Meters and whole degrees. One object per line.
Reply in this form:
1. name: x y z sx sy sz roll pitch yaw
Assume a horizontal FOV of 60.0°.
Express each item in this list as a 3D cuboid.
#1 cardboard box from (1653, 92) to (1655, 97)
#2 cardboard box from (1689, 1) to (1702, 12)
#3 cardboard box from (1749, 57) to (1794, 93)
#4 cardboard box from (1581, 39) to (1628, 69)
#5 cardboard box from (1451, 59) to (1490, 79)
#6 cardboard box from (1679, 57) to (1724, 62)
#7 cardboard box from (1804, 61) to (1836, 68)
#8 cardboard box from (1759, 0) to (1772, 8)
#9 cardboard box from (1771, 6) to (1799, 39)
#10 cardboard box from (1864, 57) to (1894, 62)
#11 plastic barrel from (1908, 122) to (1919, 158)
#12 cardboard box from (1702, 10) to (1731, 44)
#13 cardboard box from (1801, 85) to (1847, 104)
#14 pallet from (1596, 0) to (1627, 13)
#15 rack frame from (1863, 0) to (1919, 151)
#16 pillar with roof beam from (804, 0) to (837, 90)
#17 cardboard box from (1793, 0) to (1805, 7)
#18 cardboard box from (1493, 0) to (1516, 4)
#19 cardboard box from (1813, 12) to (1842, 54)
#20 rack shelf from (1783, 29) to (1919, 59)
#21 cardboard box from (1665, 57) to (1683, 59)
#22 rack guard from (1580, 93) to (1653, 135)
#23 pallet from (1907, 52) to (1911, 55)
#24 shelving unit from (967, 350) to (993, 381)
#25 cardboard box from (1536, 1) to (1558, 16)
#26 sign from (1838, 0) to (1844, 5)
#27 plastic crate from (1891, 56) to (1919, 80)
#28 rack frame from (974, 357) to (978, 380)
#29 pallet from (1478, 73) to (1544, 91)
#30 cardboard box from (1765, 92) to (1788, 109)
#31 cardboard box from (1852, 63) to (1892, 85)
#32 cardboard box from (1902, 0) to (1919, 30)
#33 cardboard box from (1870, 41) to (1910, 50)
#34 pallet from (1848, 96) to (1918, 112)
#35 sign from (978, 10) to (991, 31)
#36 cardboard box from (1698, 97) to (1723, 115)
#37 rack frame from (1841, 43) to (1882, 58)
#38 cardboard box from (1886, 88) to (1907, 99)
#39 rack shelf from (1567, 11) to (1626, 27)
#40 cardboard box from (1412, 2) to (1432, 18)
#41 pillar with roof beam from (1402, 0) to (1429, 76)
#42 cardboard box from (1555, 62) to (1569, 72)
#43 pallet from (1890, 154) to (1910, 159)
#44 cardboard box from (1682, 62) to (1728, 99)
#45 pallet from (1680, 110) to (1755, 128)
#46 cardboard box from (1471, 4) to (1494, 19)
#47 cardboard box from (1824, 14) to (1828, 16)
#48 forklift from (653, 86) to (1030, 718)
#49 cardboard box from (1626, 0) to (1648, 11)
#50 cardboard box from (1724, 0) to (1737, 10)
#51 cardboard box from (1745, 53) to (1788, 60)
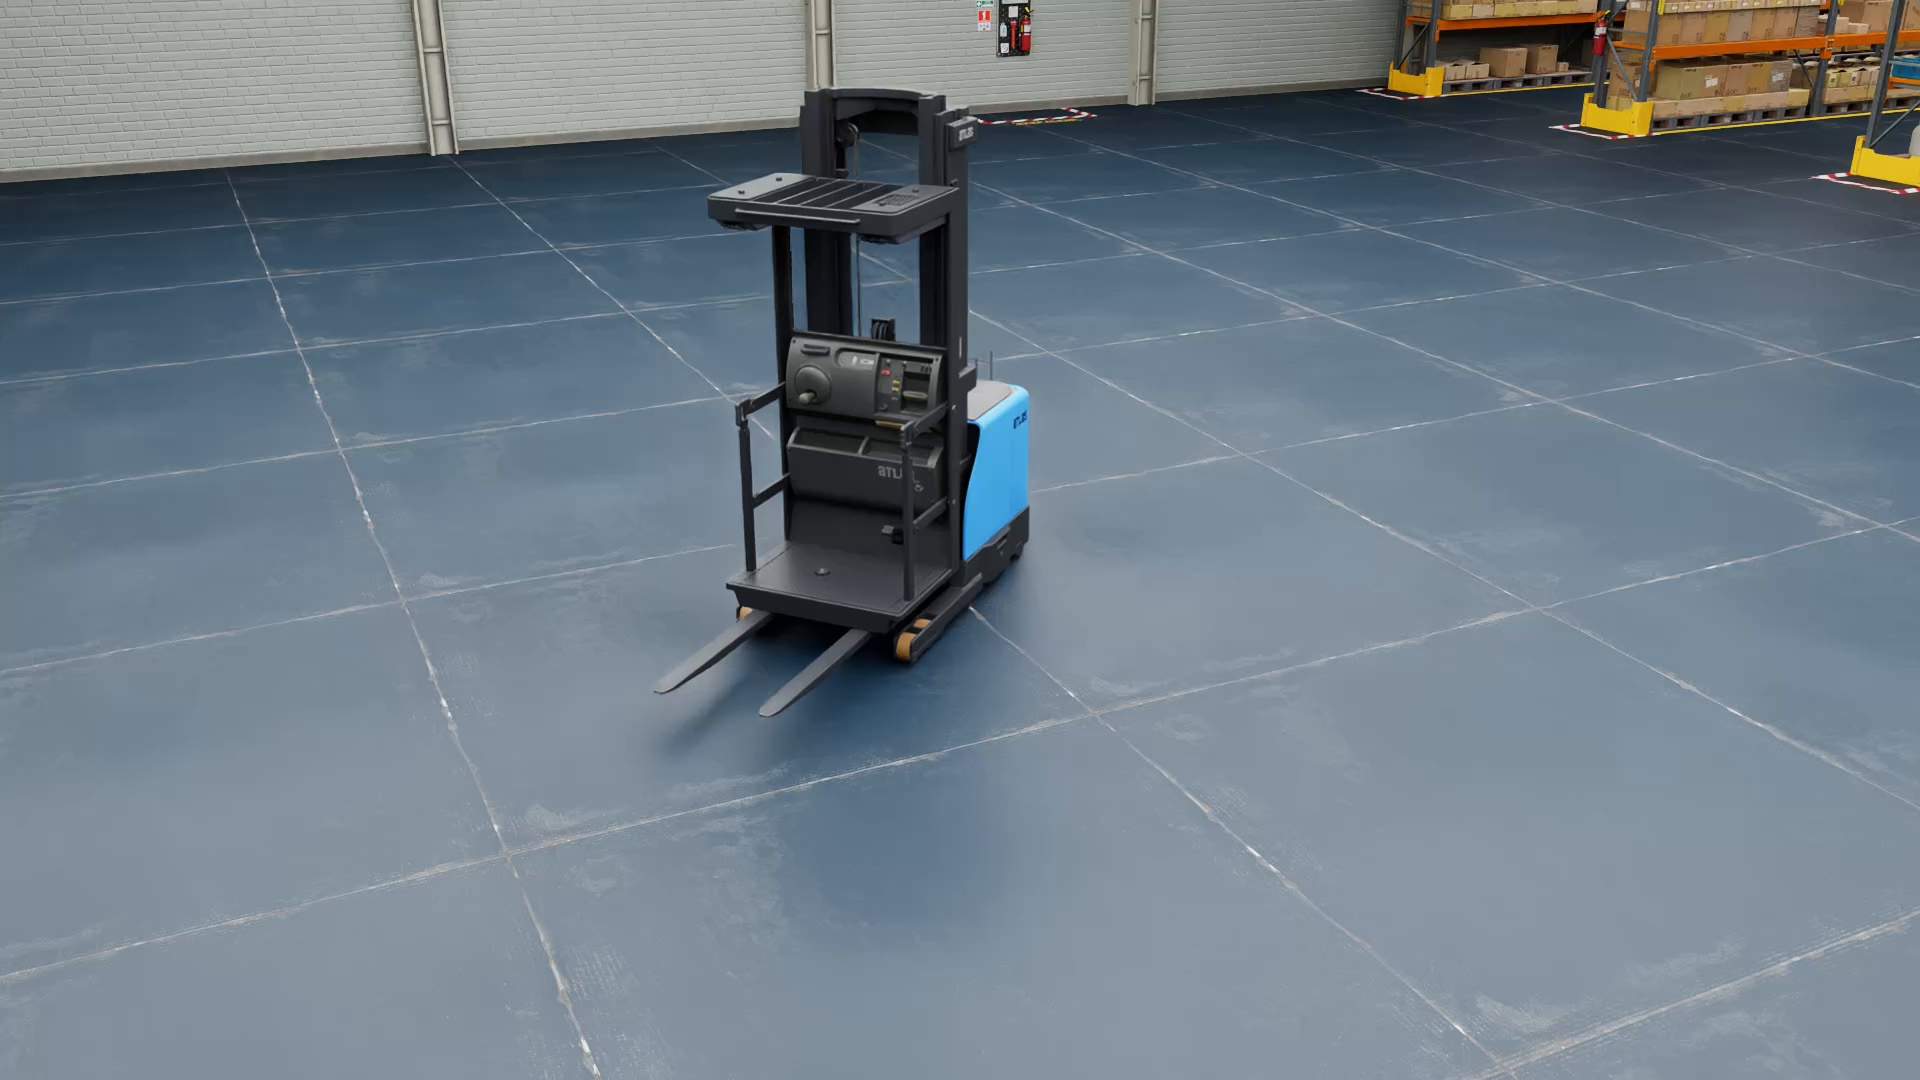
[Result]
1. cardboard box: 11.292 -7.163 27.180 0.500 0.250 0.500 -10 25 -24
2. cardboard box: 11.401 -8.384 26.104 0.250 0.149 0.380 -10 25 -23
3. cardboard box: 13.317 -7.664 27.409 0.500 0.500 0.500 -10 25 -24
4. cardboard box: 12.600 -9.508 32.491 0.500 0.500 0.700 -10 24 -22
5. cardboard box: 9.516 -8.808 31.046 0.500 0.311 0.500 -8 24 -19
6. cardboard box: 12.191 -7.677 27.440 0.500 0.500 0.500 -10 25 -24
7. cardboard box: 14.802 -8.063 28.619 0.500 0.311 0.500 -10 24 -22
8. cardboard box: 12.799 -8.642 26.728 0.250 0.149 0.380 -10 24 -22
9. cardboard box: 13.226 -8.506 27.247 0.500 0.500 0.700 -11 25 -24
10. cardboard box: 16.170 -8.312 29.222 0.500 0.311 0.500 -11 25 -25
11. plastic barrel: 13.196 -5.434 22.660 0.421 0.512 0.421 0 22 0
12. cardboard box: 11.839 -8.250 26.629 0.500 0.500 0.700 -10 25 -23
13. cardboard box: 14.567 -7.531 28.067 0.500 0.250 0.500 -11 25 -25
14. pallet: 12.696 -10.320 32.010 1.213 0.211 1.003 -10 25 -24
15. rack frame: 12.636 -6.254 21.937 0.127 3.000 1.000 -10 25 -24
16. pillar with roof beam: -0.350 -9.381 21.646 0.400 9.000 9.100 -10 25 -24
17. cardboard box: 13.485 -8.768 27.031 0.250 0.149 0.380 -11 25 -25
18. cardboard box: 9.818 -10.093 30.400 0.500 0.500 0.500 -11 25 -25
19. cardboard box: 17.823 -10.559 34.598 0.750 0.750 0.750 -10 24 -22
20. rack shelf: 15.898 -8.625 28.605 4.000 0.370 1.077 -10 25 -24
21. cardboard box: 13.972 -9.769 33.121 0.500 0.500 0.700 -11 25 -24
22. rack guard: 10.470 -6.803 26.531 0.348 0.500 1.175 -10 25 -24
23. pallet: 20.972 -10.674 36.260 1.213 0.211 1.003 -10 25 -24
24. shelving unit: 0.057 -0.636 10.717 0.258 1.200 0.189 14 26 30
25. cardboard box: 10.750 -9.920 30.964 0.500 0.250 0.500 -11 25 -24
26. sign: 14.338 -8.871 27.024 0.005 0.325 0.100 -10 25 -24
27. plastic crate: 12.958 -6.372 22.416 0.616 0.251 0.499 -10 25 -24
28. rack frame: 0.008 -0.606 10.646 0.240 1.200 0.006 14 26 30
29. pallet: 10.253 -8.716 31.531 1.213 0.211 1.003 -10 25 -24
30. cardboard box: 13.318 -7.317 27.551 0.500 0.250 0.500 -10 25 -24
31. cardboard box: 15.495 -7.958 28.367 0.500 0.311 0.500 -11 25 -25
32. cardboard box: 16.195 -9.051 28.563 0.500 0.500 0.500 -12 25 -26
33. cardboard box: 19.871 -10.787 35.606 0.500 0.500 0.700 -10 25 -23
34. pallet: 15.843 -7.677 29.019 1.213 0.211 1.003 -10 25 -24
35. sign: 0.403 -8.651 27.681 0.234 0.329 0.001 -10 25 -24
36. cardboard box: 11.971 -7.065 26.941 0.500 0.250 0.500 -10 25 -24
37. rack frame: 19.152 -11.659 34.994 0.127 3.000 1.000 -10 25 -24
38. cardboard box: 15.952 -7.786 28.683 0.500 0.250 0.500 -10 24 -23
39. rack shelf: 13.746 -10.331 32.727 4.000 0.370 1.077 -10 25 -24
40. cardboard box: 8.677 -9.753 30.559 0.500 0.250 0.500 -10 25 -23
41. pillar with roof beam: 10.462 -11.371 26.455 0.400 9.000 9.100 -10 25 -24
42. cardboard box: 11.475 -9.127 32.007 0.250 0.166 0.380 -14 26 -30
43. pallet: 13.419 -5.128 22.861 1.213 0.211 1.003 -10 25 -24
44. cardboard box: 11.966 -7.415 26.808 0.500 0.500 0.500 -10 25 -24
45. pallet: 12.260 -7.016 27.423 1.213 0.211 1.003 -10 25 -24
46. cardboard box: 9.379 -9.671 30.361 0.500 0.250 0.500 -11 25 -25
47. cardboard box: 14.808 -8.773 28.197 0.258 0.266 0.396 -11 25 -25
48. forklift: -0.622 -0.868 9.016 1.130 2.935 3.031 10 24 22
49. cardboard box: 10.753 -8.437 26.231 0.250 0.149 0.380 -11 25 -25
50. cardboard box: 12.098 -8.513 26.415 0.250 0.149 0.380 -11 25 -24
51. cardboard box: 13.542 -7.927 28.043 0.500 0.500 0.500 -10 25 -24
